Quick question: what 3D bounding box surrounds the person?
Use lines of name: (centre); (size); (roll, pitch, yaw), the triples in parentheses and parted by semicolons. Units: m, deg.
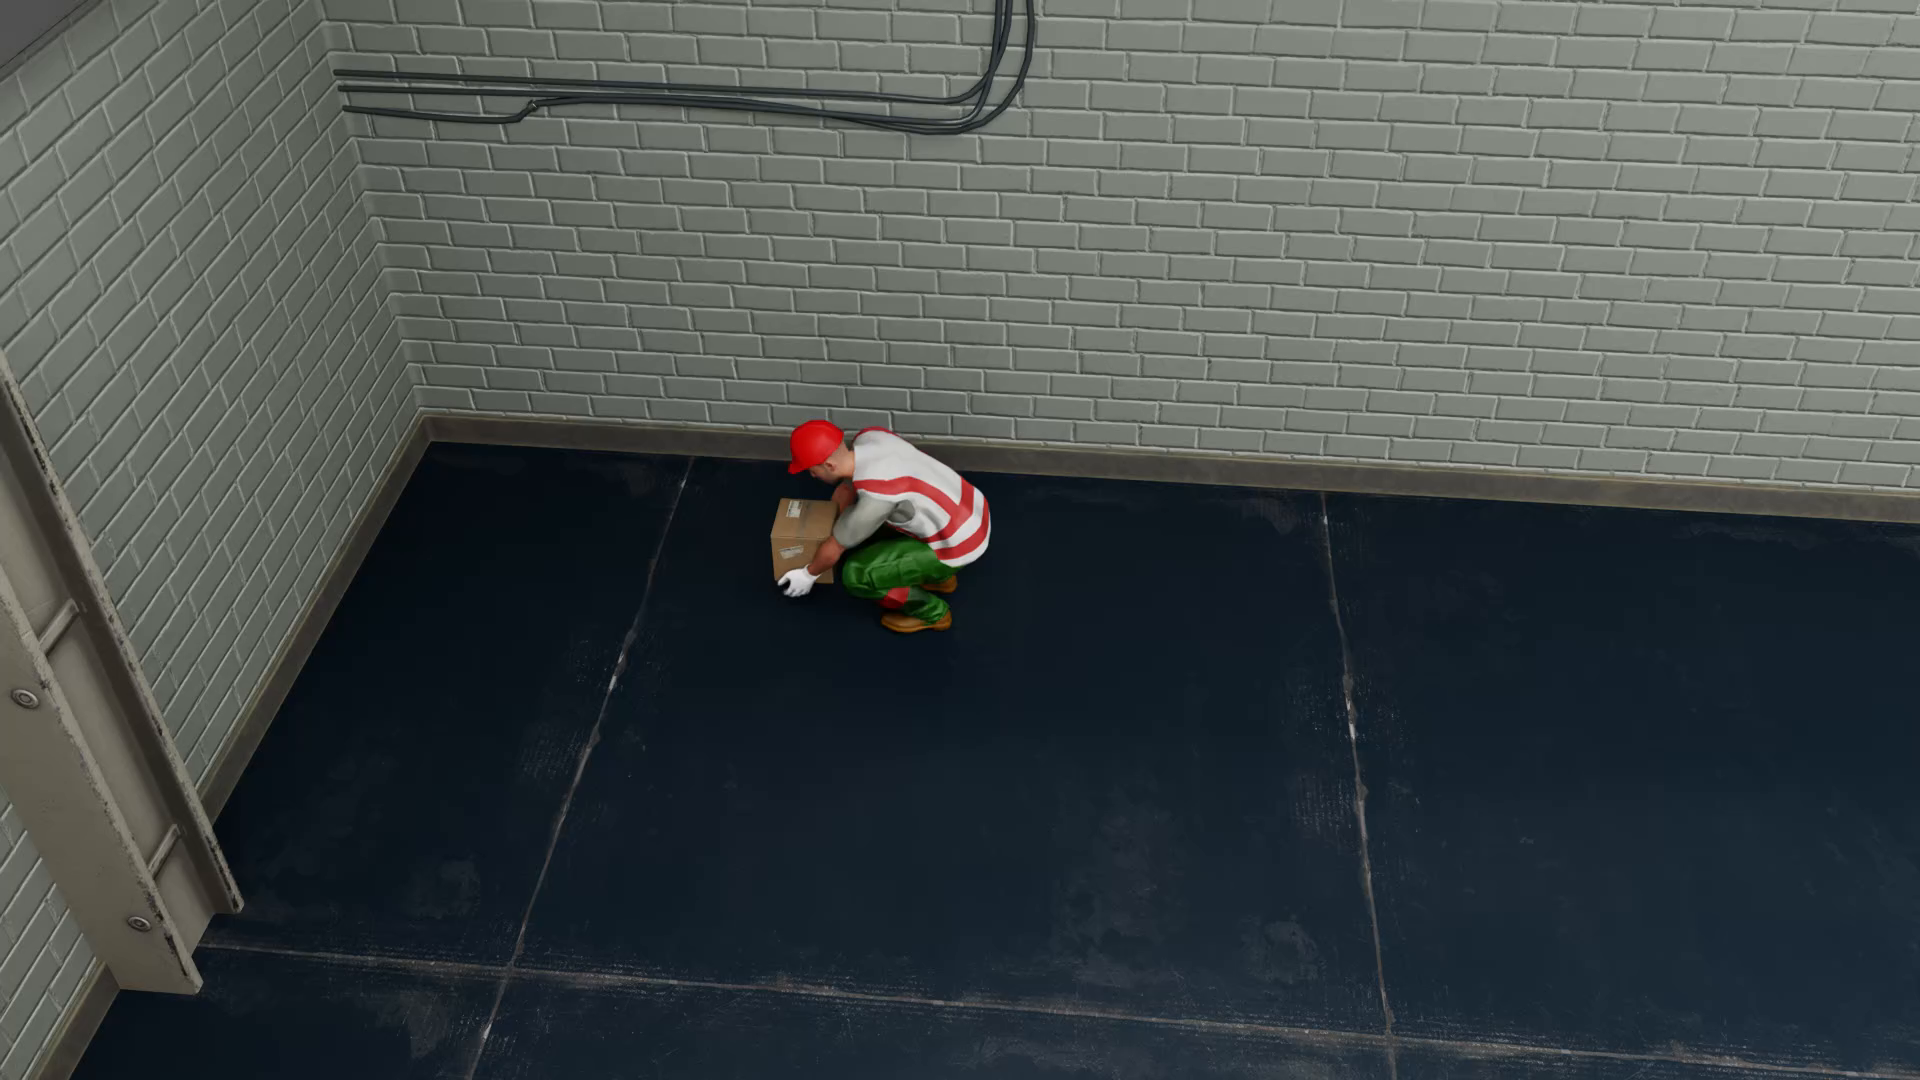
person: (-0.314, -0.098, 6.888); (0.880, 0.989, 0.555); (3, 40, 4)
